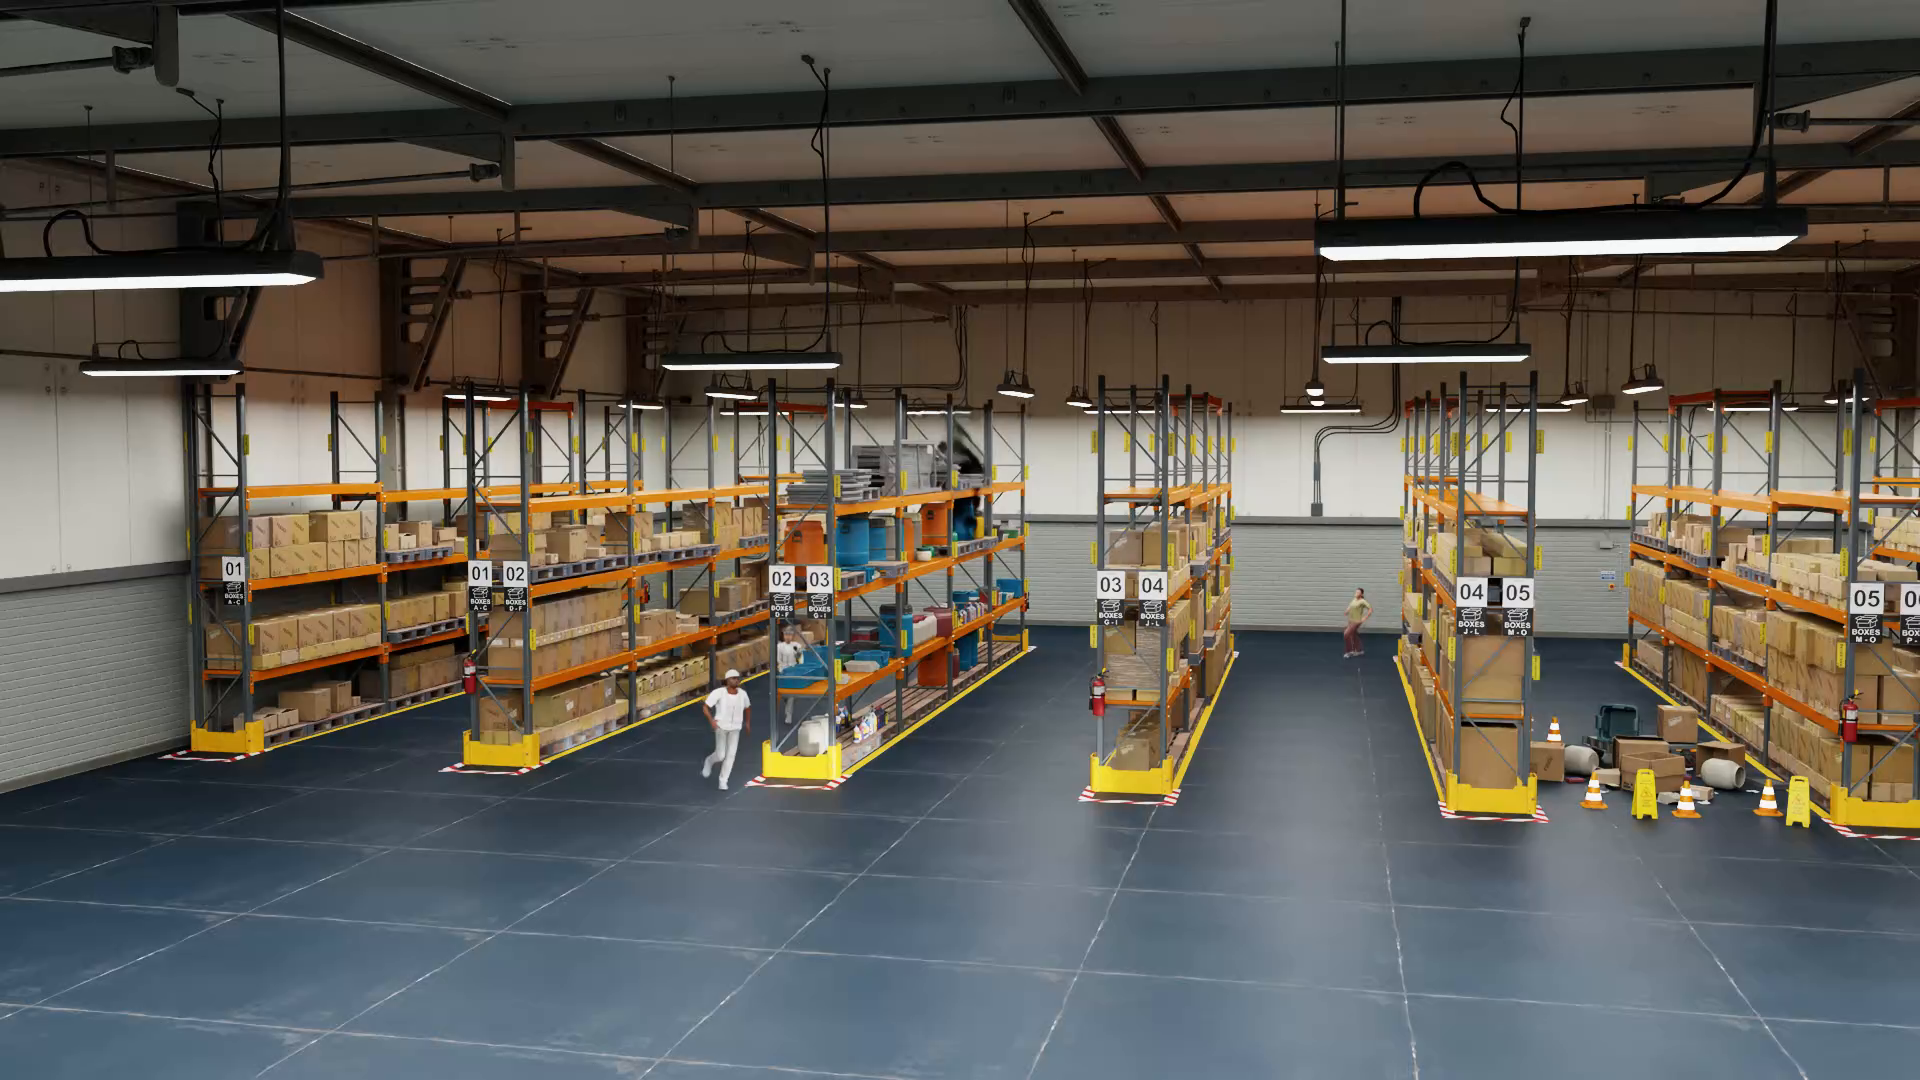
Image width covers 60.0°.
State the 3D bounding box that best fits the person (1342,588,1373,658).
[{"bbox_3d":[9.317,1.955,39.106,0.662,1.681,0.636,-1,3,-20],"label":"person"}]

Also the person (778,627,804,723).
[{"bbox_3d":[-3.095,2.413,30.084,0.613,1.687,0.923,0,3,0],"label":"person"}]

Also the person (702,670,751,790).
[{"bbox_3d":[-3.379,2.759,24.380,0.756,1.700,0.765,-2,4,-29],"label":"person"}]
